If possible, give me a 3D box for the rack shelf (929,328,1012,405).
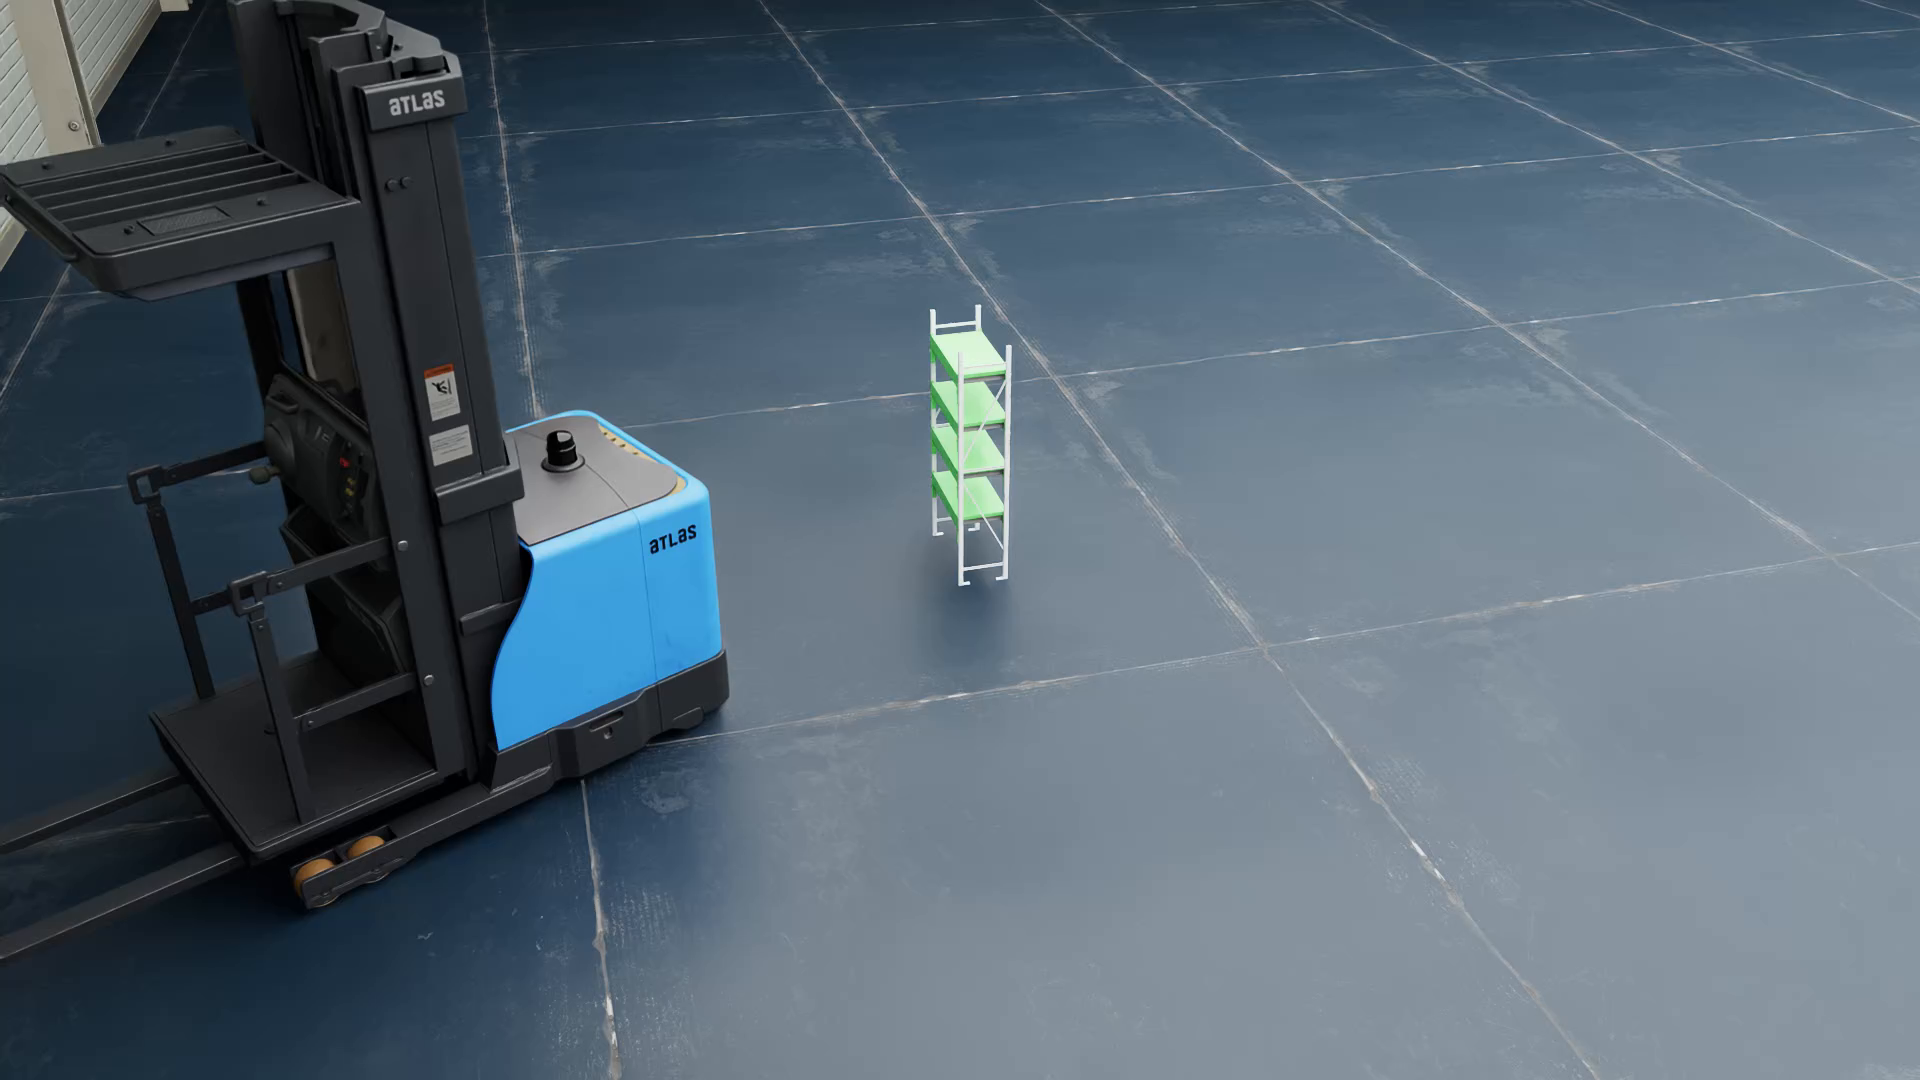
[{"bbox_3d":[0.044,-0.799,7.603,0.258,0.148,0.480,-8,31,-13],"label":"rack shelf"}]

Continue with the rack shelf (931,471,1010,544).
[{"bbox_3d":[0.044,-0.176,7.964,0.258,0.148,0.480,-8,31,-13],"label":"rack shelf"}]

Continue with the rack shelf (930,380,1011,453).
[{"bbox_3d":[0.044,-0.592,7.723,0.258,0.148,0.480,-8,31,-13],"label":"rack shelf"}]

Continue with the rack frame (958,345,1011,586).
[{"bbox_3d":[0.109,-0.321,7.608,0.240,1.200,0.015,-8,31,-13],"label":"rack frame"}]

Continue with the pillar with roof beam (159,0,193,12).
[{"bbox_3d":[-4.570,-10.393,17.223,9.100,9.000,0.400,-8,31,-13],"label":"pillar with roof beam"}]

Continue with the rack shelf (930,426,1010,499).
[{"bbox_3d":[0.044,-0.384,7.843,0.258,0.148,0.480,-8,31,-13],"label":"rack shelf"}]

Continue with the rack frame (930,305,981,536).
[{"bbox_3d":[-0.021,-0.557,8.015,0.240,1.200,0.015,-8,31,-13],"label":"rack frame"}]

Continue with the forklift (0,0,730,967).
[{"bbox_3d":[-2.412,-0.250,5.755,3.031,2.935,1.130,-23,37,-34],"label":"forklift"}]

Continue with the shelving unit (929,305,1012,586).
[{"bbox_3d":[0.044,-0.439,7.811,0.258,1.200,0.503,-8,31,-13],"label":"shelving unit"}]

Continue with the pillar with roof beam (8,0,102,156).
[{"bbox_3d":[-2.978,-7.495,12.217,9.100,9.000,0.400,-8,31,-13],"label":"pillar with roof beam"}]
